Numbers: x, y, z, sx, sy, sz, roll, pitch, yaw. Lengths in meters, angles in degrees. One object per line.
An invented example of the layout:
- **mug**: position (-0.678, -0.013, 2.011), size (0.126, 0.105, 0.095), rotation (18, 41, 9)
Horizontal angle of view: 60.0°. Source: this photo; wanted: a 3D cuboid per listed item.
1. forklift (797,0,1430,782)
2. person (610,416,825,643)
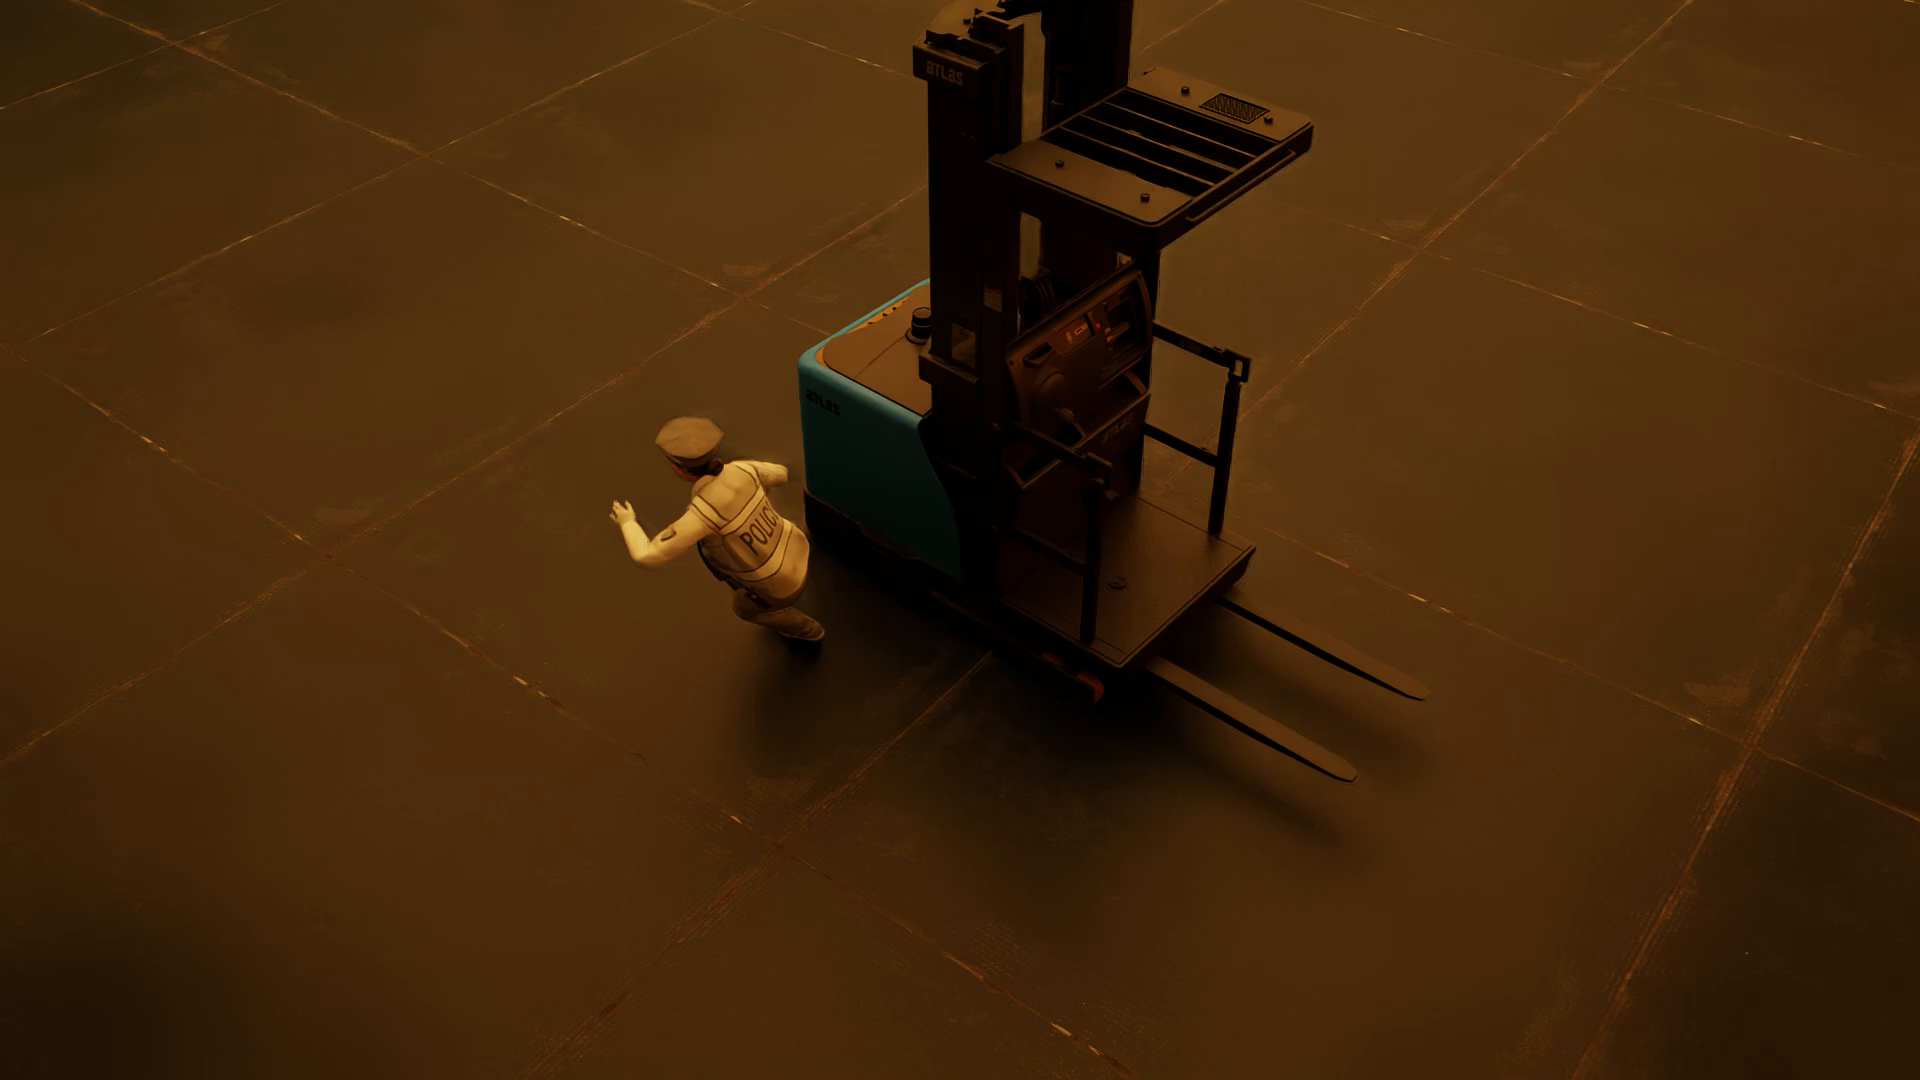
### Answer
- **forklift**: position (0.676, -0.757, 6.962), size (3.031, 2.935, 1.130), rotation (29, 48, 30)
- **person**: position (-1.022, 0.039, 7.163), size (0.832, 1.424, 0.894), rotation (9, 41, 10)
